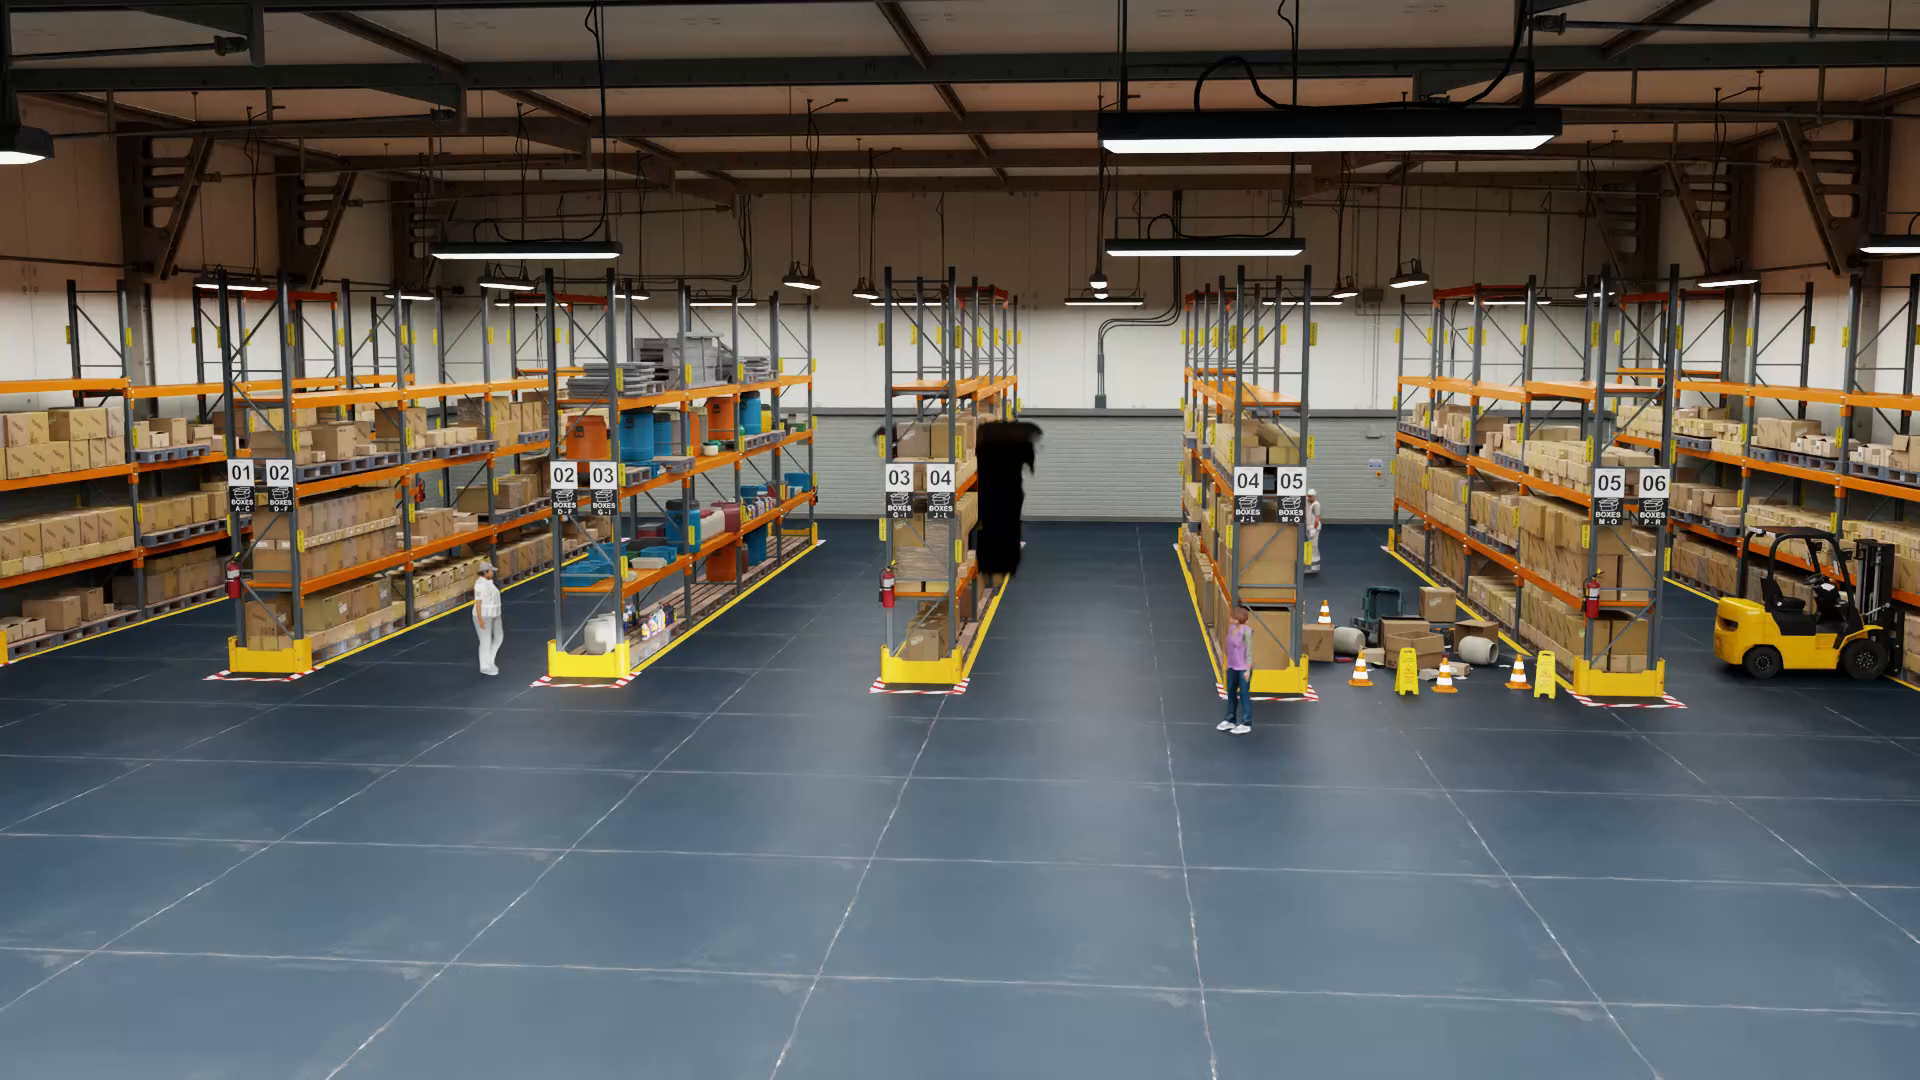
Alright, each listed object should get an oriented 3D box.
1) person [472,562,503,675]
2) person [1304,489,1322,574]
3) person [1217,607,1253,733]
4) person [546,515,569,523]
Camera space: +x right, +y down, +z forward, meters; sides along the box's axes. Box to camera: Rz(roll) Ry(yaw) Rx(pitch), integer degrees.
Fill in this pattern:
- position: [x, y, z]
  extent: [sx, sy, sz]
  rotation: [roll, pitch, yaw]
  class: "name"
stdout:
- position: [-7.093, 1.179, 24.944]
  extent: [0.459, 1.703, 0.561]
  rotation: [2, 7, 16]
  class: "person"
- position: [7.497, -0.191, 35.379]
  extent: [0.350, 1.789, 0.567]
  rotation: [1, 7, 6]
  class: "person"
- position: [3.511, 1.641, 21.128]
  extent: [0.388, 1.601, 0.471]
  rotation: [-4, 8, -31]
  class: "person"
- position: [-10.646, -1.180, 44.106]
  extent: [0.732, 1.637, 0.468]
  rotation: [3, 8, 24]
  class: "person"
